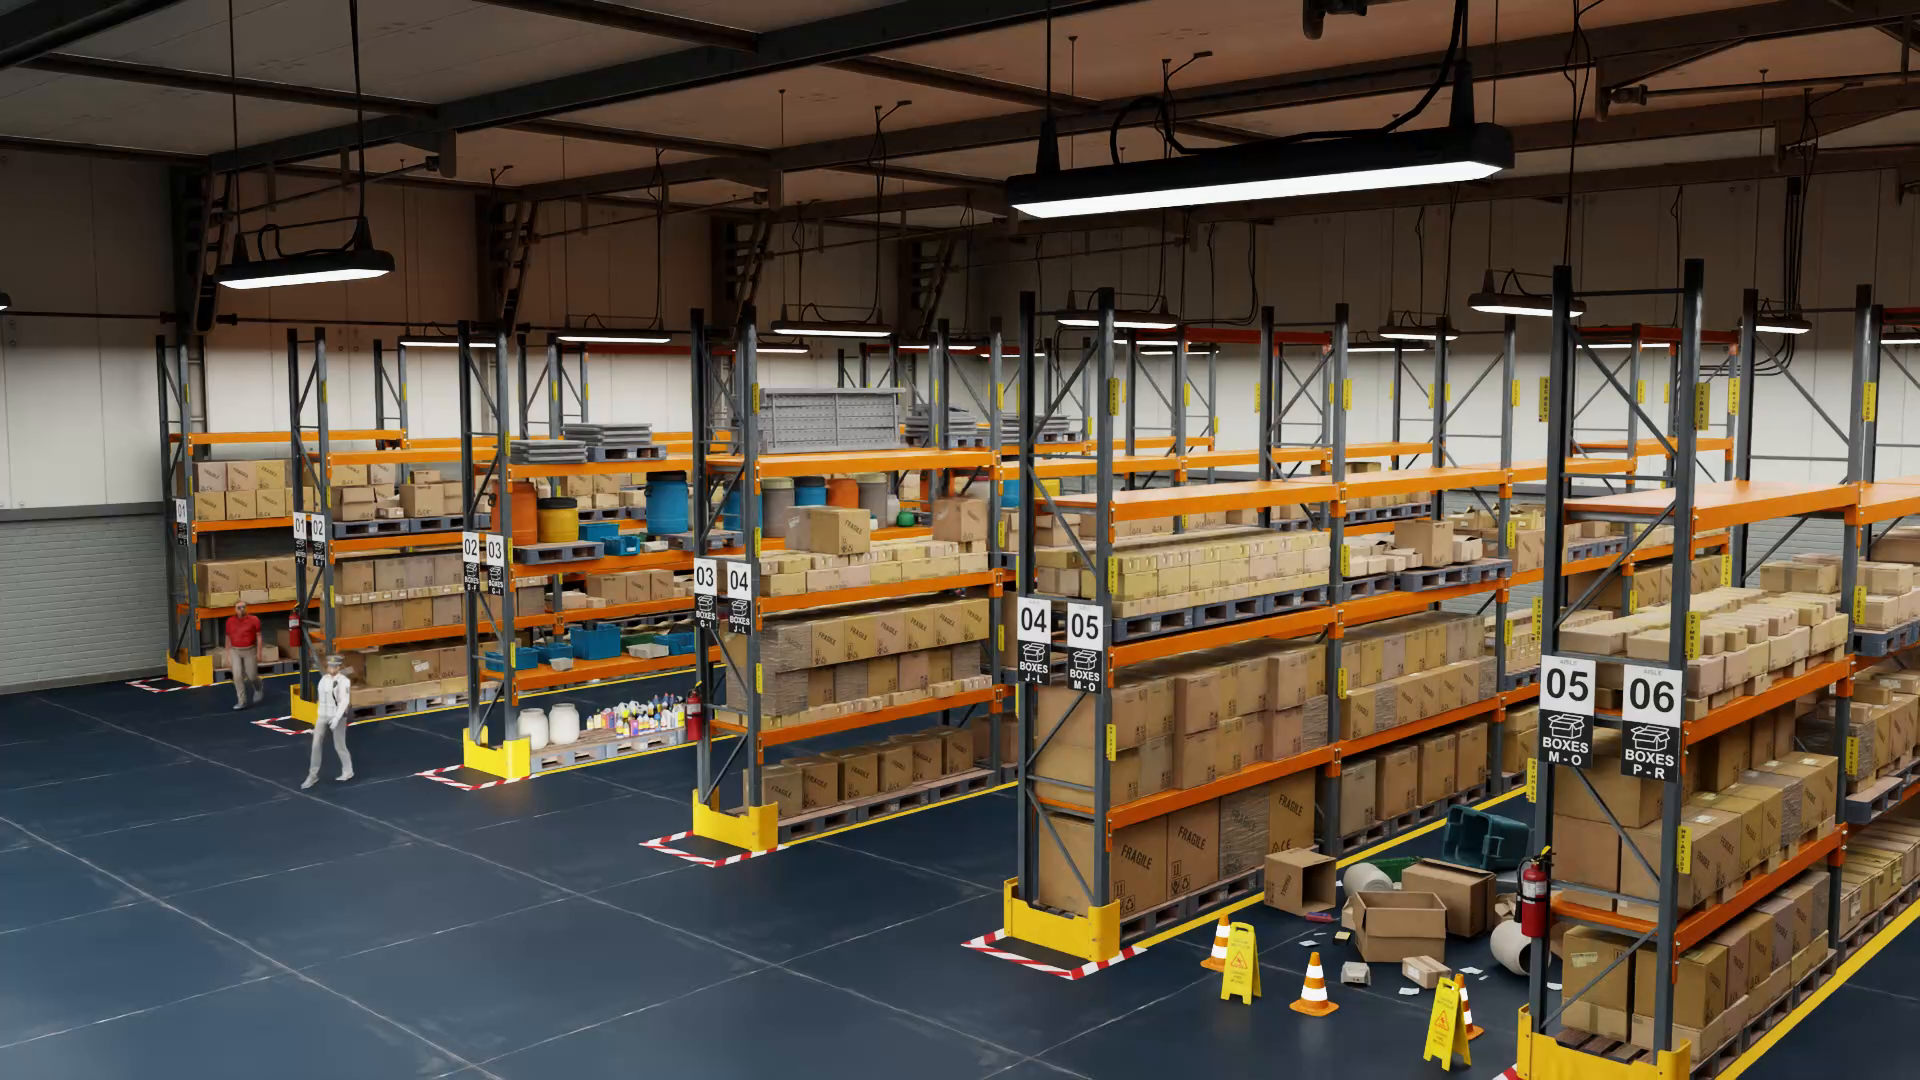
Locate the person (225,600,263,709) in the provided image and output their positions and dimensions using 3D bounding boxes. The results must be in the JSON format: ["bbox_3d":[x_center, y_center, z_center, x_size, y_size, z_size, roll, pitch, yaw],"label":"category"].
[{"bbox_3d":[-11.409,1.802,26.523,0.534,1.708,0.637,0,5,-4],"label":"person"}]

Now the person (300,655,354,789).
[{"bbox_3d":[-8.176,2.343,21.487,0.512,1.675,0.745,1,6,15],"label":"person"}]
